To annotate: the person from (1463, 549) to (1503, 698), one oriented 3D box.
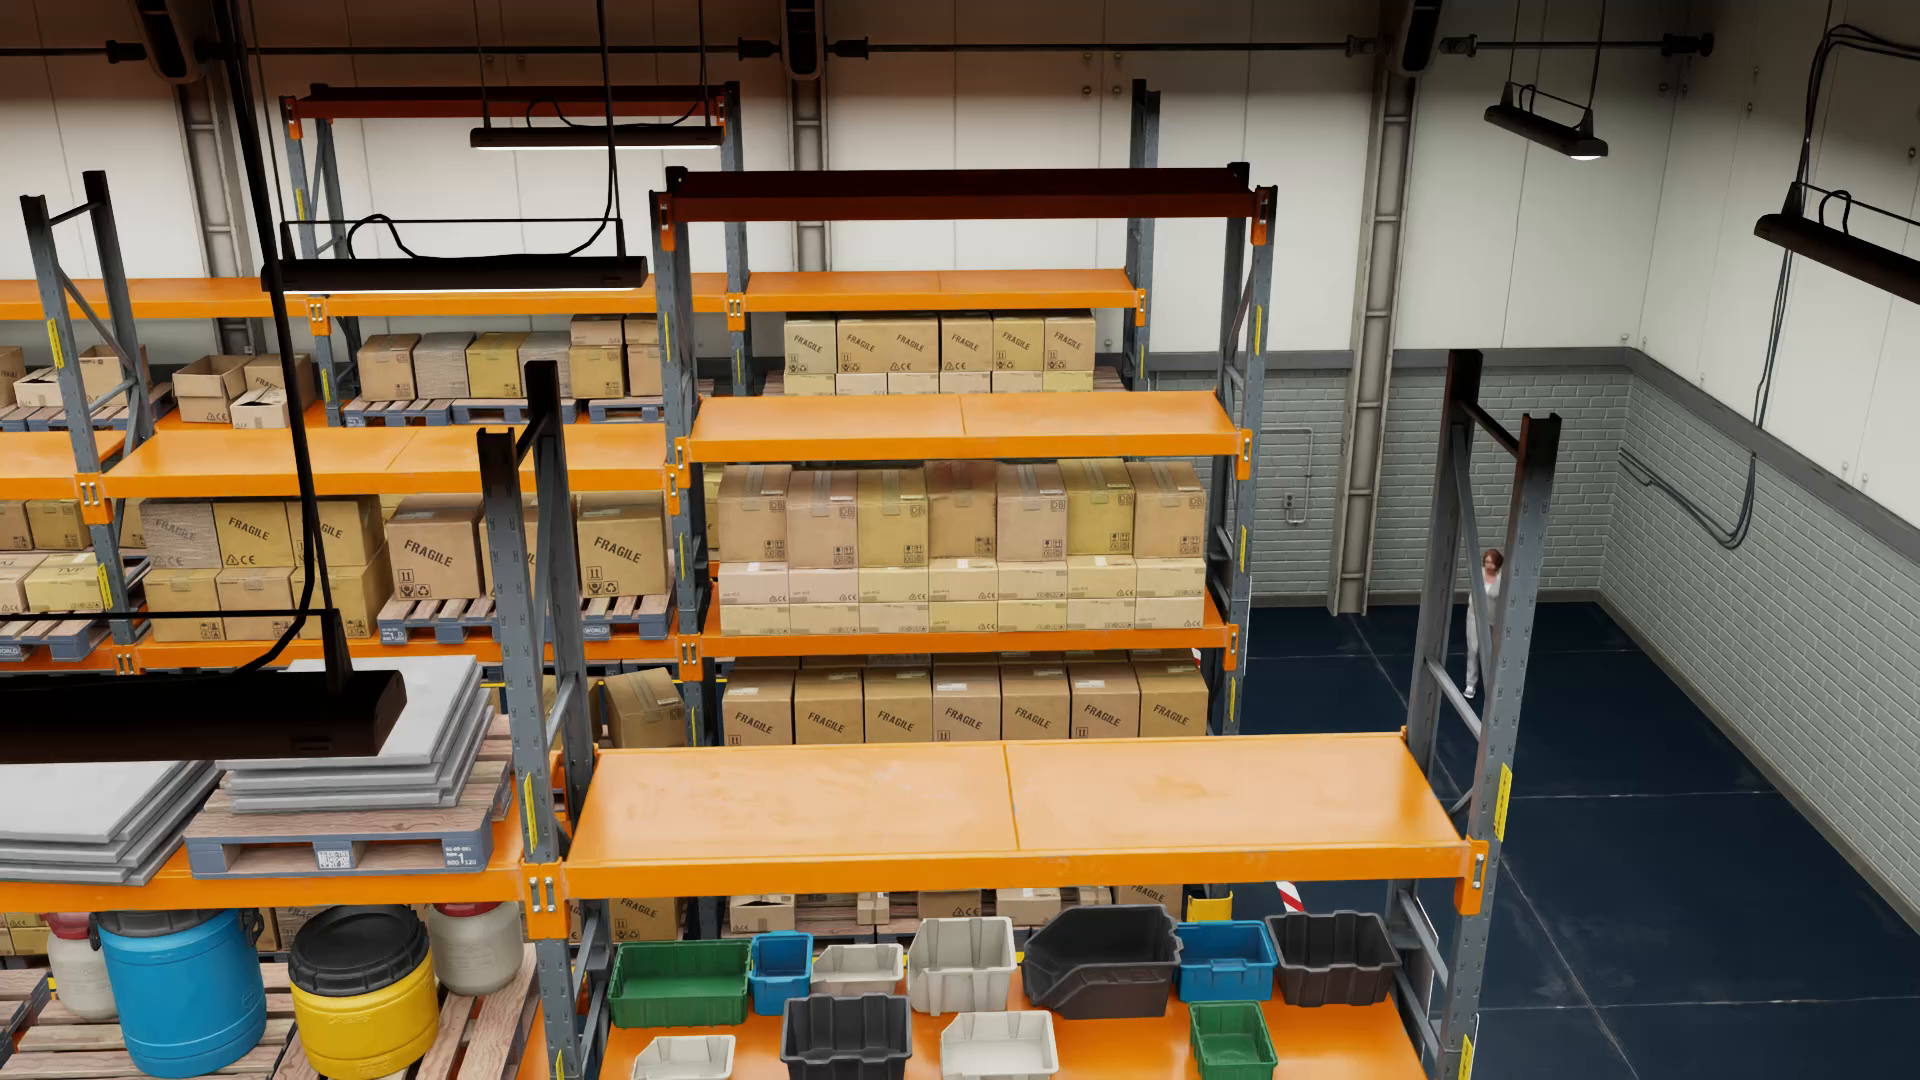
[{"bbox_3d":[5.441,0.776,17.151,0.413,1.542,0.940,6,23,15],"label":"person"}]
